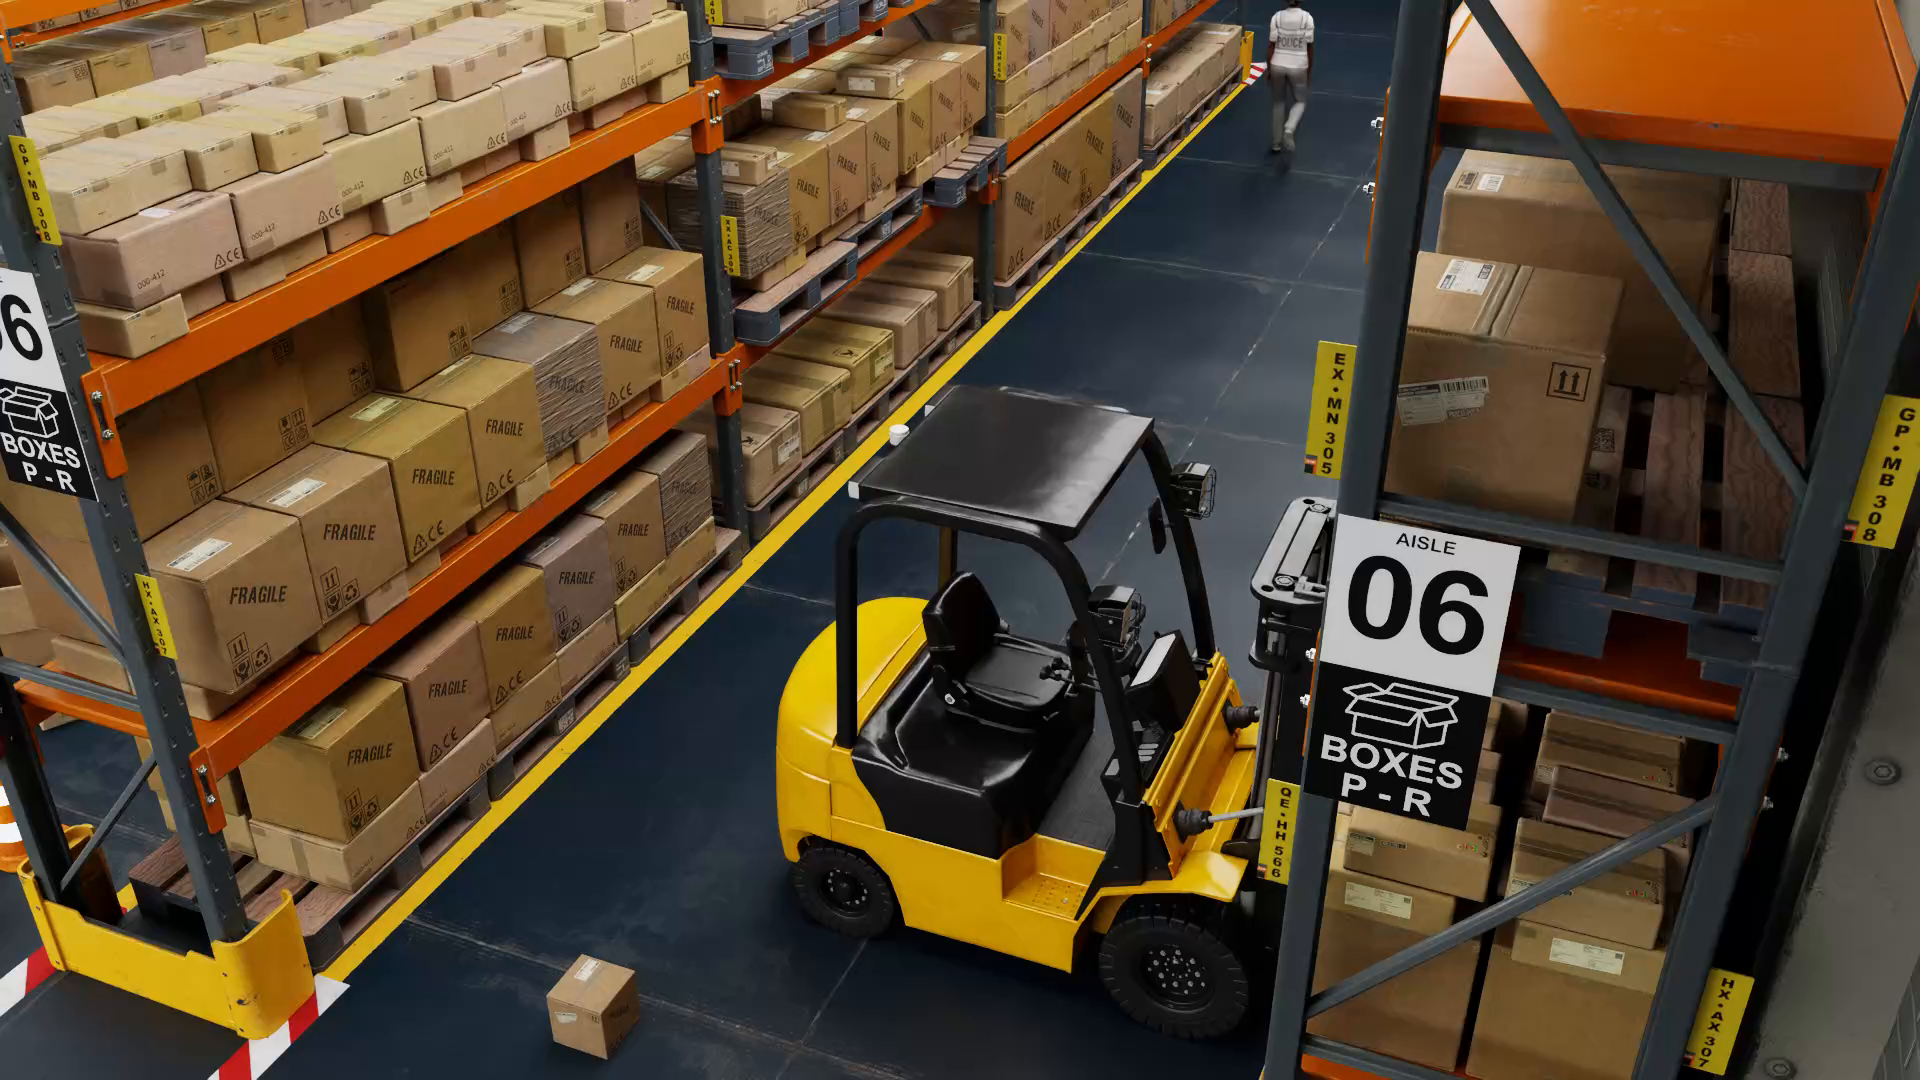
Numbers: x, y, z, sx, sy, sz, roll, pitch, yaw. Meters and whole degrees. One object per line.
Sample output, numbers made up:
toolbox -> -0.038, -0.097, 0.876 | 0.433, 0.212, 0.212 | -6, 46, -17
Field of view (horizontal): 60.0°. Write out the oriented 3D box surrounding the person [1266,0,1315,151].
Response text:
person -> 3.251, -4.656, 16.454 | 0.450, 1.671, 0.607 | 10, 31, 17
